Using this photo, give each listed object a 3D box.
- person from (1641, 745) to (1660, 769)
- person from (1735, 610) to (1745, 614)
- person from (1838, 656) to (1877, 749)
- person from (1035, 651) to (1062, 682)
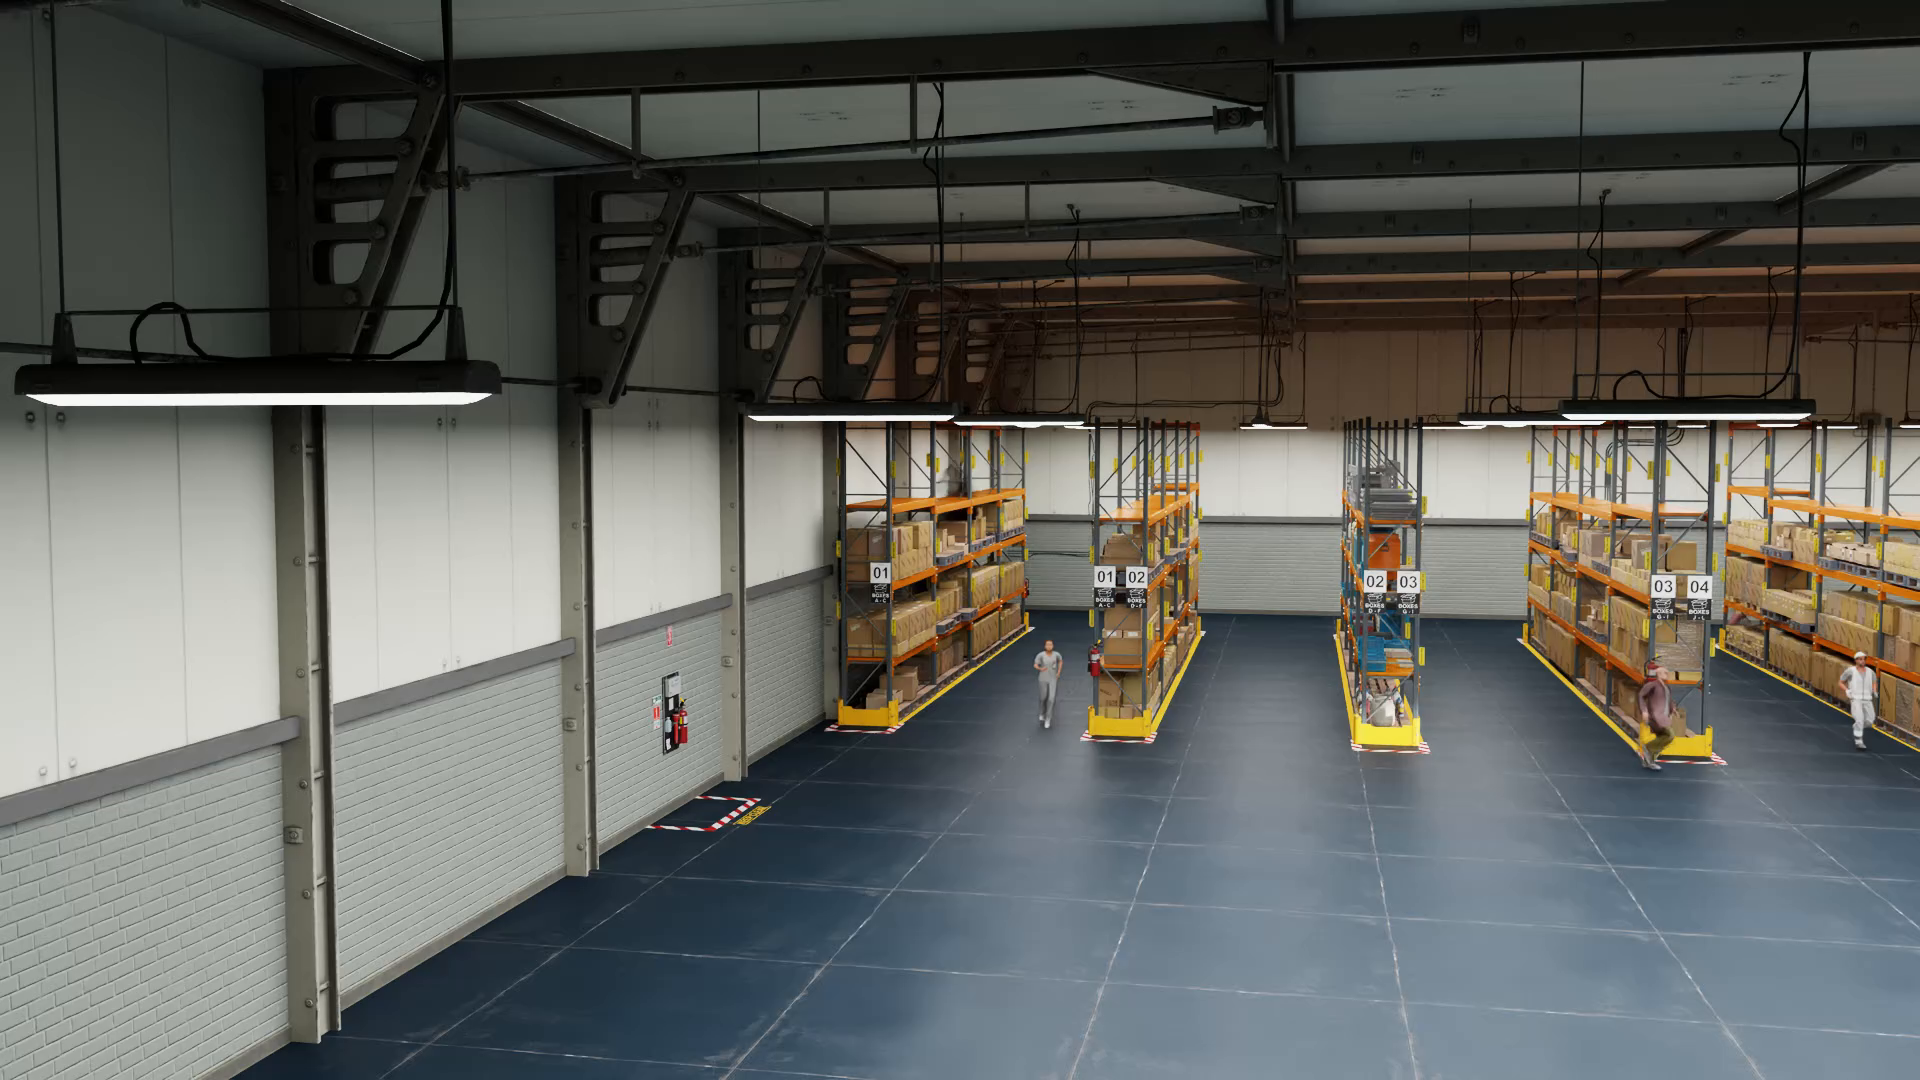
[{"bbox_3d":[11.746,3.677,28.273,0.212,0.409,0.365,-3,5,-38],"label":"person"},{"bbox_3d":[21.201,1.725,45.101,0.315,0.579,0.538,1,4,12],"label":"person"},{"bbox_3d":[16.311,2.918,30.182,0.657,1.692,0.673,0,4,6],"label":"person"},{"bbox_3d":[1.722,2.460,32.441,0.537,0.585,0.366,0,4,1],"label":"person"}]
